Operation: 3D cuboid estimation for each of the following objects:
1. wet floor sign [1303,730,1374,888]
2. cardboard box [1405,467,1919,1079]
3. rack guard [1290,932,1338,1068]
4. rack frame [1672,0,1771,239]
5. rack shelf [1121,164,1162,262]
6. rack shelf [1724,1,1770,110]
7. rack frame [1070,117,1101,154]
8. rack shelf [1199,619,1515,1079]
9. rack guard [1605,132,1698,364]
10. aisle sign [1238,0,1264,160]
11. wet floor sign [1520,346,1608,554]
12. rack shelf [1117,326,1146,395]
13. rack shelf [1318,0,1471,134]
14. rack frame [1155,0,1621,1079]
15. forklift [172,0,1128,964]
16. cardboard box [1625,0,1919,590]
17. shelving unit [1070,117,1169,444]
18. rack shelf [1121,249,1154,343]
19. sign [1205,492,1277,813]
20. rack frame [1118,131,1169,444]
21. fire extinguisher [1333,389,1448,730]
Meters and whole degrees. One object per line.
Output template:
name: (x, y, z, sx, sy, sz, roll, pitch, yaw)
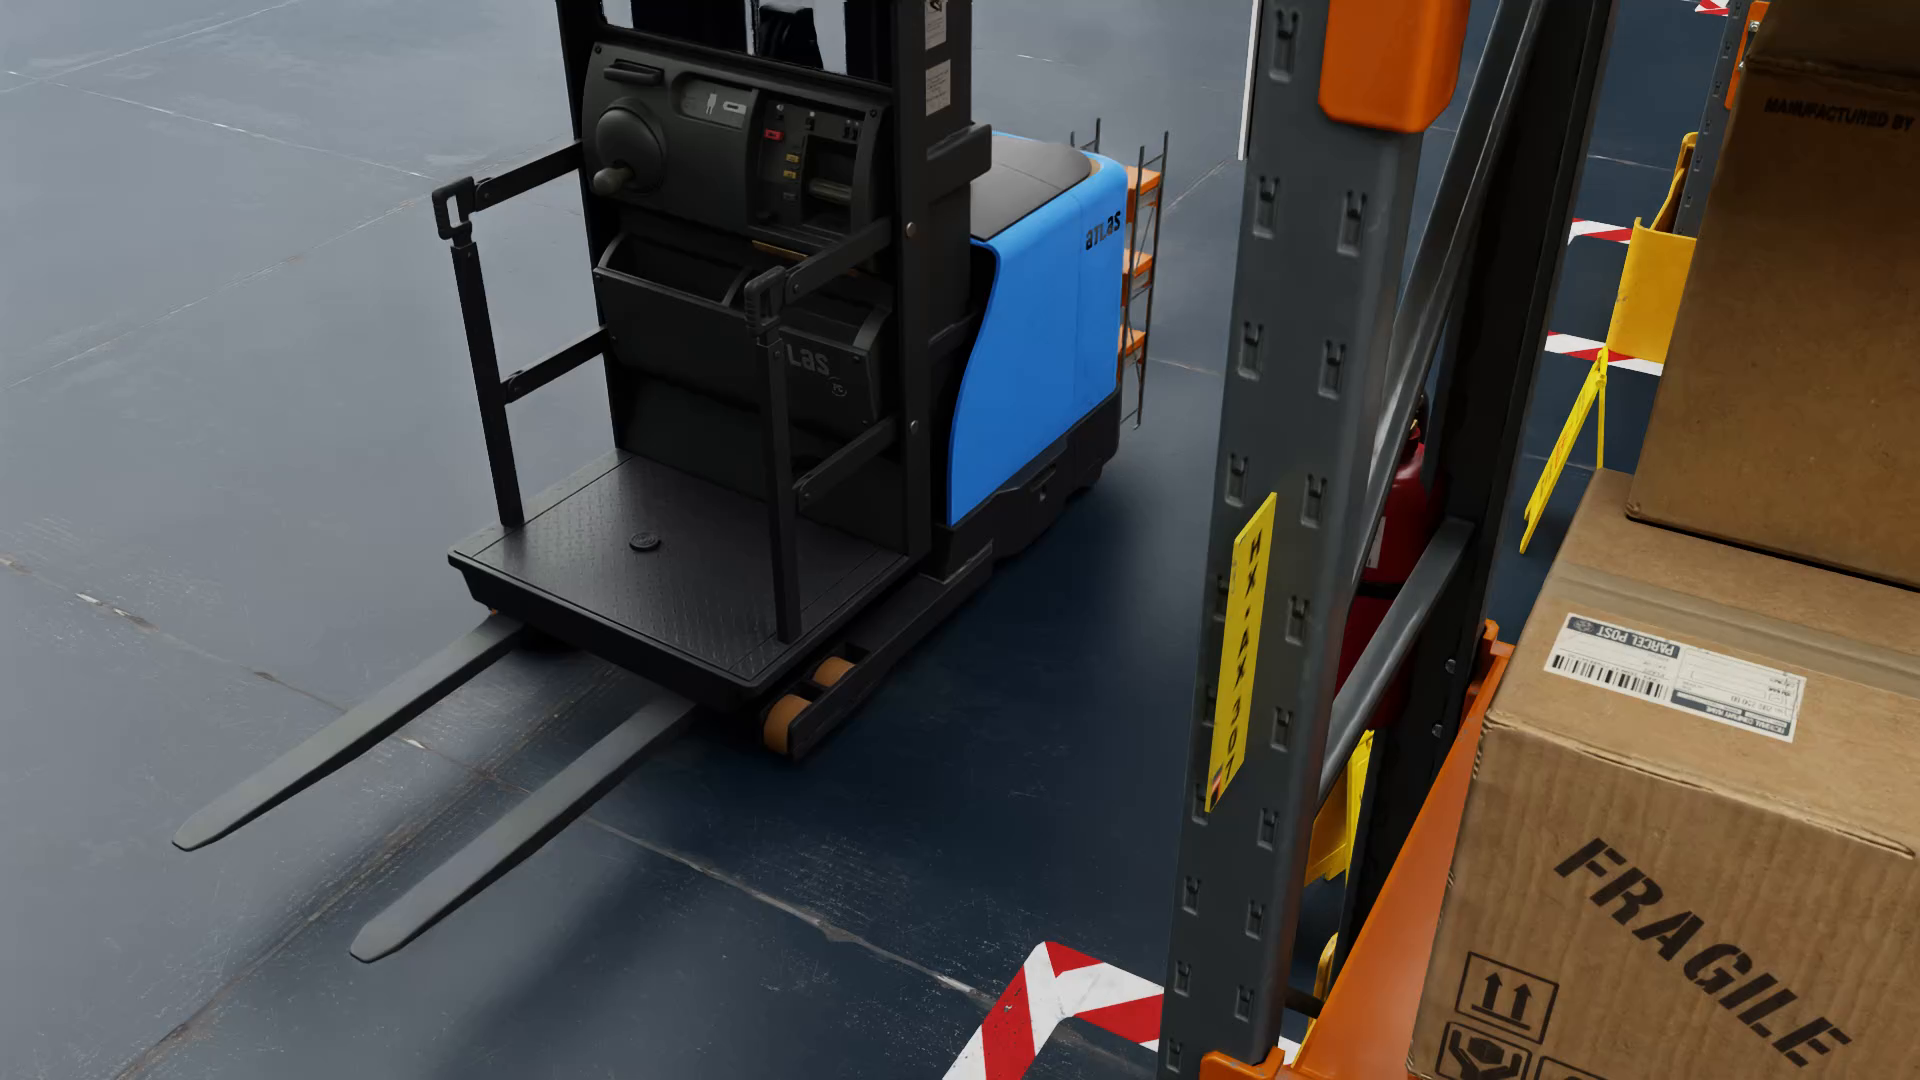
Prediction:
wet floor sign: (0.904, 0.624, 3.730, 0.267, 0.644, 0.232, -25, 41, -33)
cardboard box: (0.812, 0.310, 1.720, 0.500, 0.500, 0.500, 17, 37, 24)
rack guard: (0.604, 1.273, 2.888, 0.348, 0.500, 1.175, 18, 37, 24)
rack frame: (2.907, -2.198, 5.845, 0.127, 3.000, 1.000, 18, 37, 24)
rack shelf: (0.503, -1.086, 5.430, 0.240, 0.259, 0.215, 19, 34, 25)
rack shelf: (4.643, -1.349, 5.218, 4.000, 0.370, 1.077, 18, 37, 24)
rack frame: (0.389, -0.886, 5.622, 0.008, 1.050, 0.200, 19, 34, 25)
rack shelf: (2.275, 1.061, 1.600, 4.000, 0.370, 1.077, 18, 37, 24)
rack guard: (2.886, -1.165, 6.548, 0.348, 0.500, 1.175, 18, 37, 24)
aisle sign: (0.331, -0.738, 1.307, 0.004, 0.787, 0.394, 18, 37, 24)
wet floor sign: (1.899, -0.274, 5.079, 0.232, 0.644, 0.267, 11, 35, 16)
rack shelf: (0.485, -0.603, 5.717, 0.240, 0.259, 0.215, 19, 34, 25)
rack shelf: (2.275, -0.188, 0.768, 4.000, 0.370, 1.077, 18, 37, 24)
rack frame: (0.537, 0.213, 2.224, 0.053, 2.616, 0.949, 18, 37, 24)
forklift: (-0.701, -0.944, 4.024, 1.130, 2.935, 3.031, 20, 39, 27)
cardboard box: (1.090, -0.335, 1.786, 0.500, 0.500, 0.700, 17, 37, 23)
shelving unit: (0.494, -0.851, 5.569, 0.252, 1.050, 0.215, 19, 34, 25)
rack shelf: (0.494, -0.842, 5.575, 0.240, 0.259, 0.215, 19, 34, 25)
sign: (0.269, 0.112, 1.594, 0.005, 0.325, 0.100, 18, 37, 24)
rack frame: (0.598, -0.816, 5.517, 0.008, 1.050, 0.200, 19, 34, 25)
fire extinguisher: (0.668, -0.010, 2.628, 0.183, 0.674, 0.296, 18, 37, 24)
